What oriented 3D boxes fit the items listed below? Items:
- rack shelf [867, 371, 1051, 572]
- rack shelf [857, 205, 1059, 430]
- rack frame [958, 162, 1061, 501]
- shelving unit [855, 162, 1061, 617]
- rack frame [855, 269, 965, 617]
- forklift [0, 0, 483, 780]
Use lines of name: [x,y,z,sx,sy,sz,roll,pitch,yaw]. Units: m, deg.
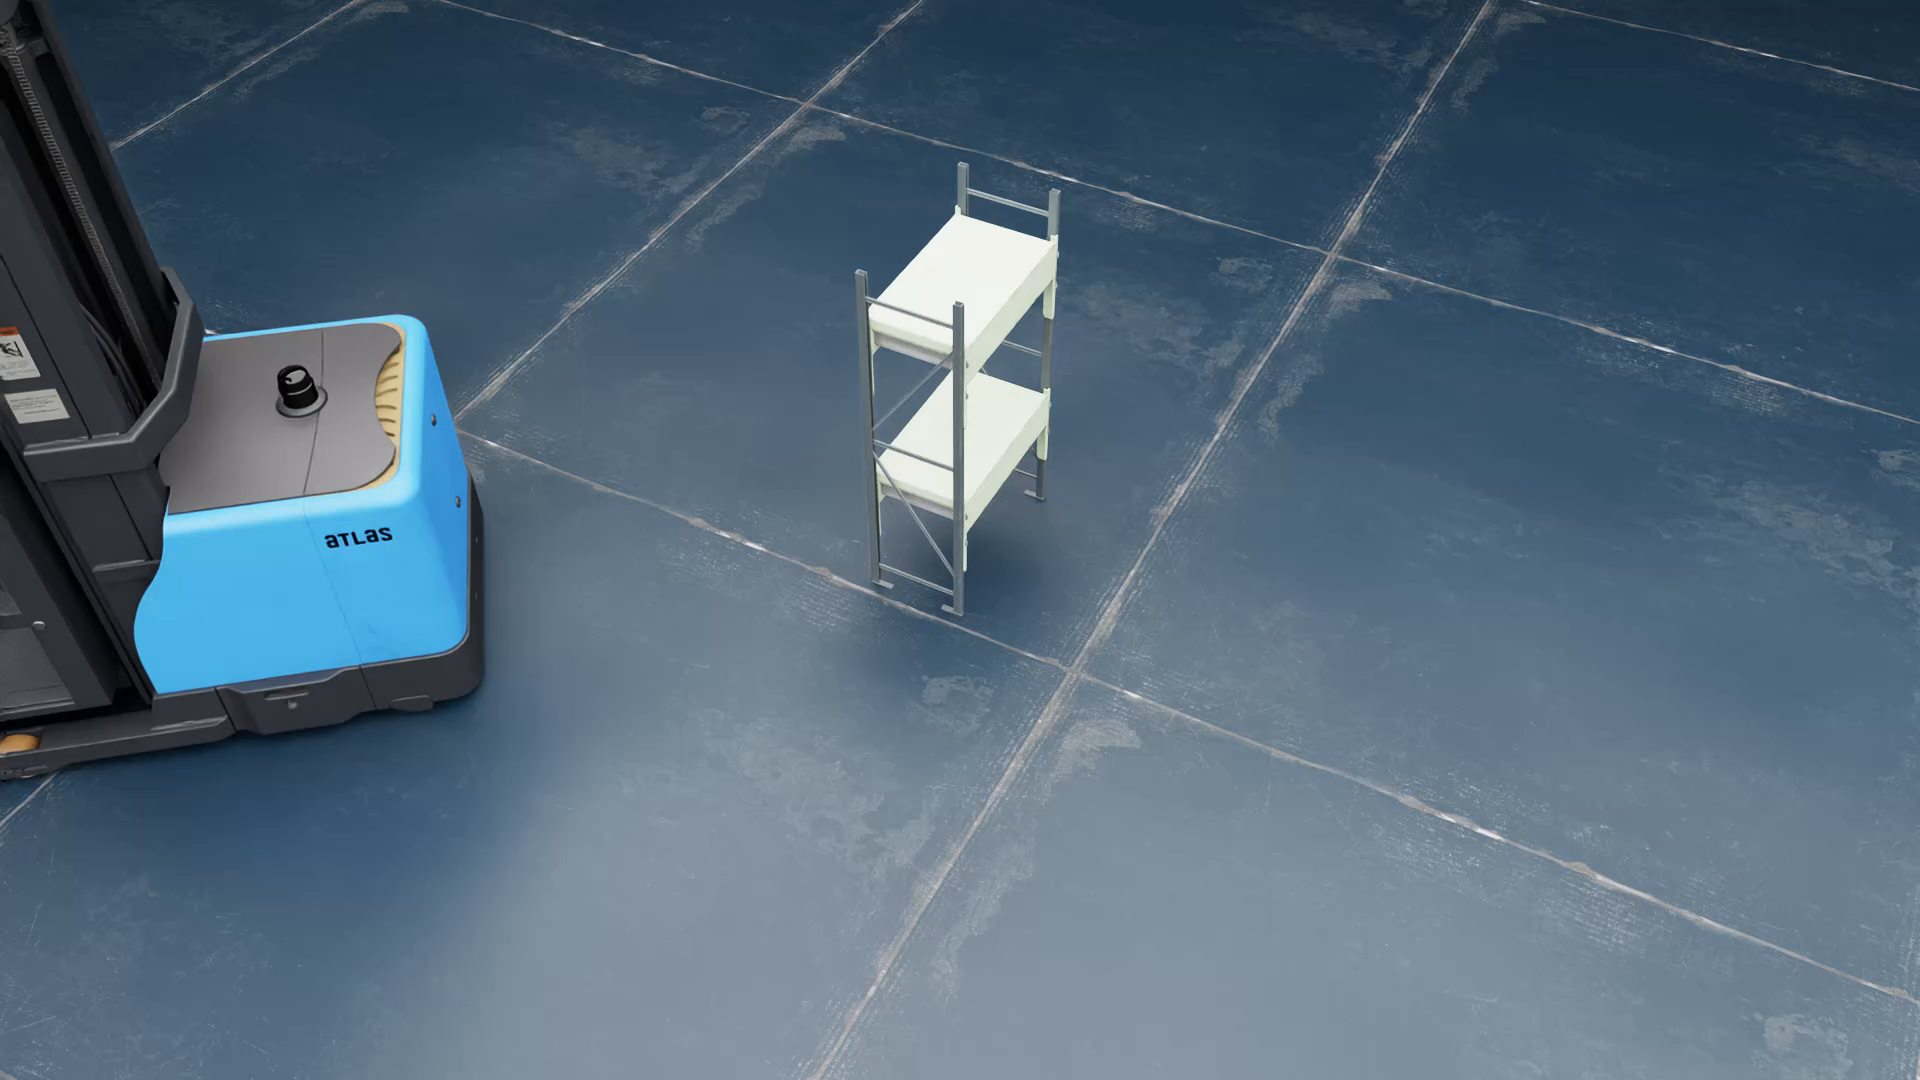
rack shelf: [0.003,-0.302,6.453,0.431,0.370,0.720,20,49,19]
rack shelf: [0.003,-0.806,5.943,0.431,0.370,0.720,20,49,19]
rack frame: [0.173,-0.762,6.449,0.400,1.500,0.023,20,49,19]
shelving unit: [0.003,-0.531,6.221,0.431,1.500,0.755,20,49,19]
rack frame: [-0.167,-0.301,5.993,0.400,1.500,0.023,20,49,19]
forklift: [-3.335,-0.569,5.251,3.031,2.935,1.130,-8,46,-8]
